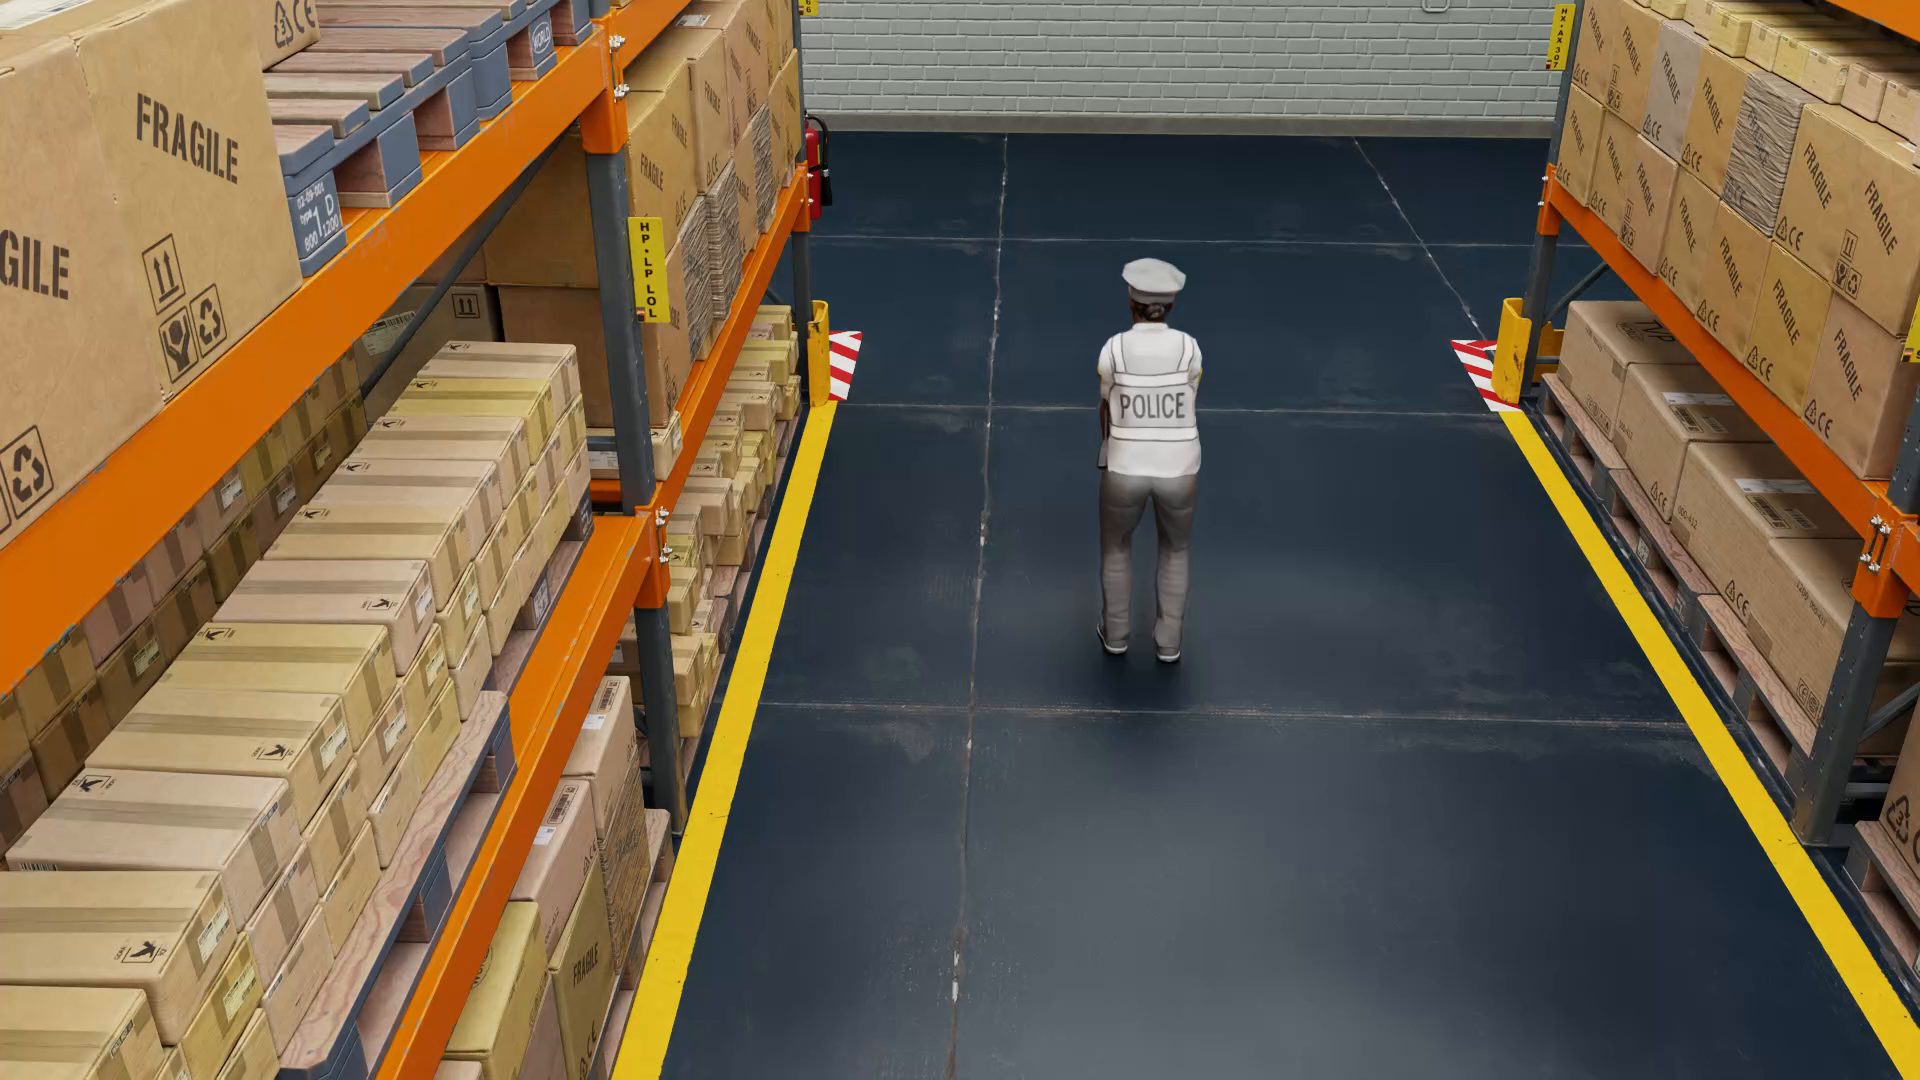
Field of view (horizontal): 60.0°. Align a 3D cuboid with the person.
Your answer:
[{"bbox_3d":[0.747,-0.301,6.713,0.416,1.646,0.555,1,28,1],"label":"person"}]
